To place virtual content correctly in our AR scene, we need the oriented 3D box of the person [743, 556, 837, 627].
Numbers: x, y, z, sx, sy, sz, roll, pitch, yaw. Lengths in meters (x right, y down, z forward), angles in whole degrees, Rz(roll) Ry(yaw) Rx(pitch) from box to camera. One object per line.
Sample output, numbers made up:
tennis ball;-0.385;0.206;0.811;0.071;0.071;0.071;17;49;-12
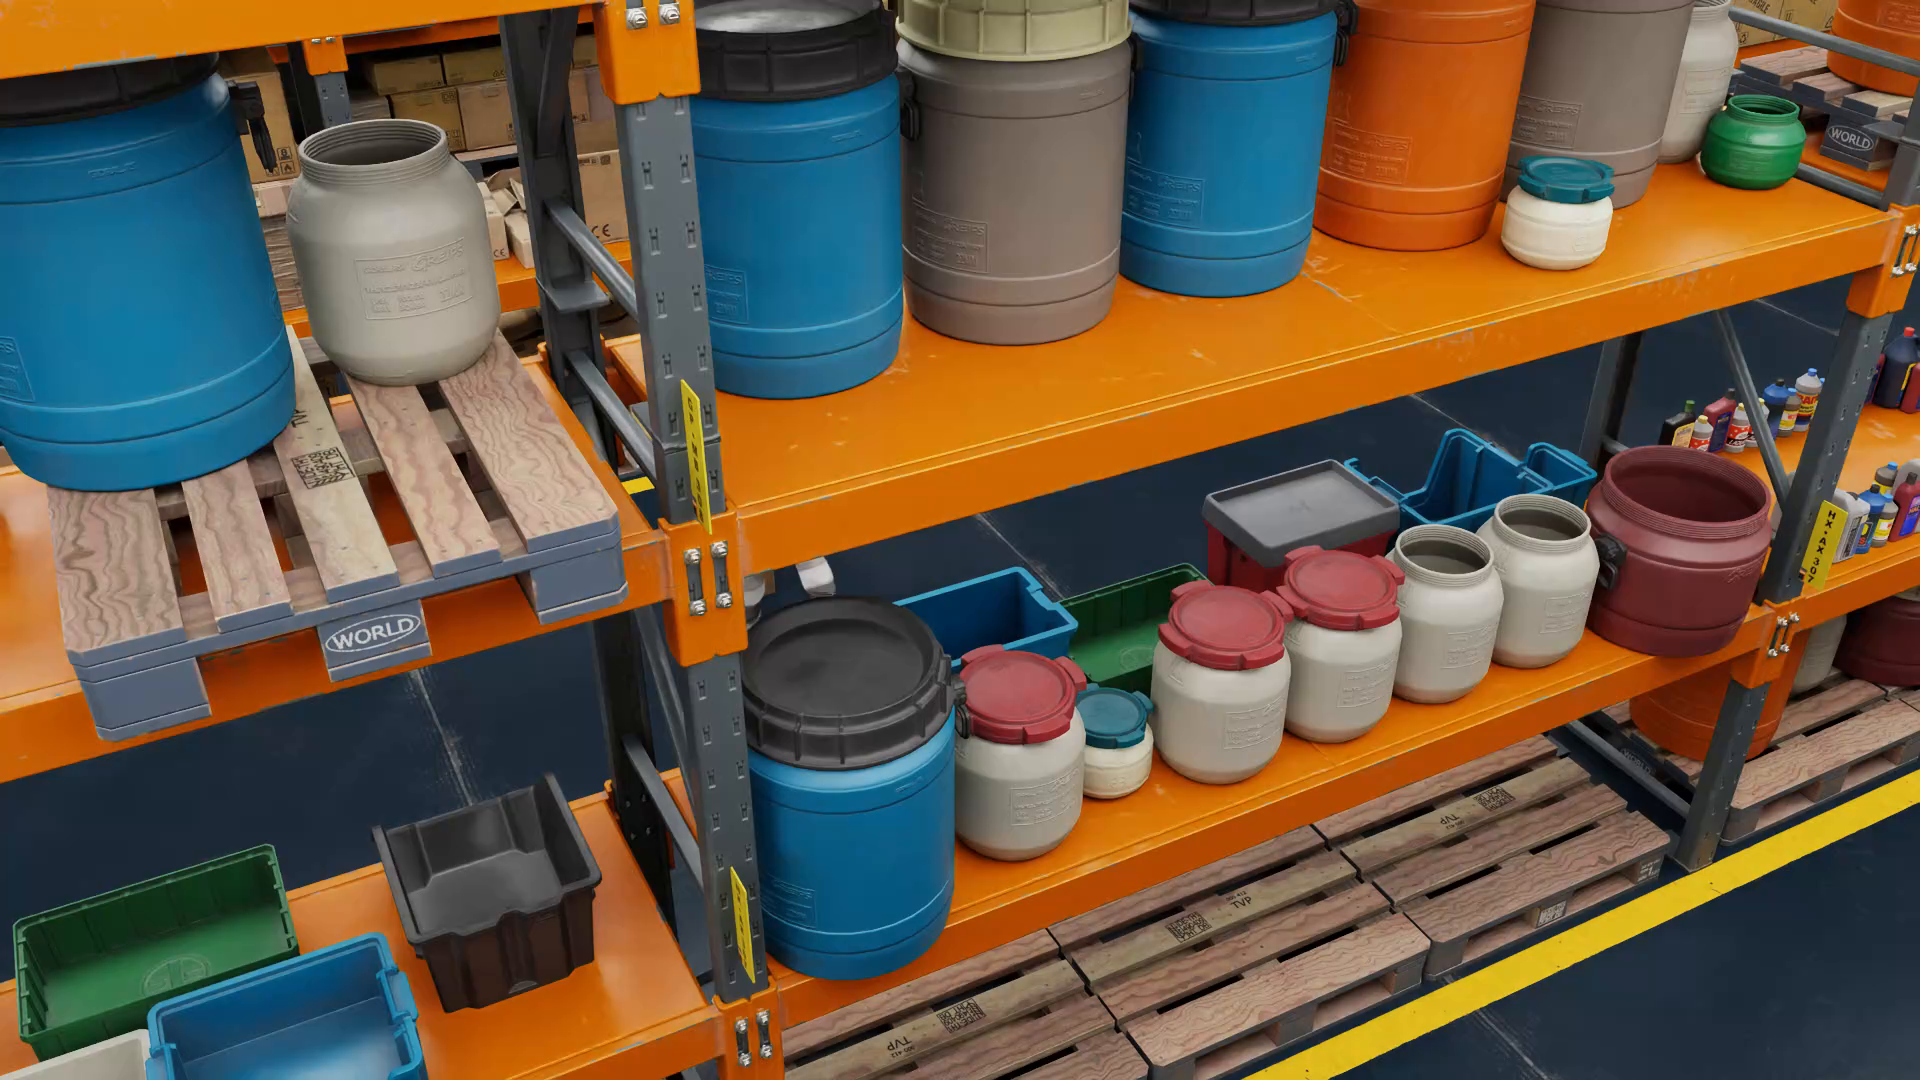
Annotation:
person;-0.898;-0.300;7.576;0.568;1.791;0.549;-19;37;-27
